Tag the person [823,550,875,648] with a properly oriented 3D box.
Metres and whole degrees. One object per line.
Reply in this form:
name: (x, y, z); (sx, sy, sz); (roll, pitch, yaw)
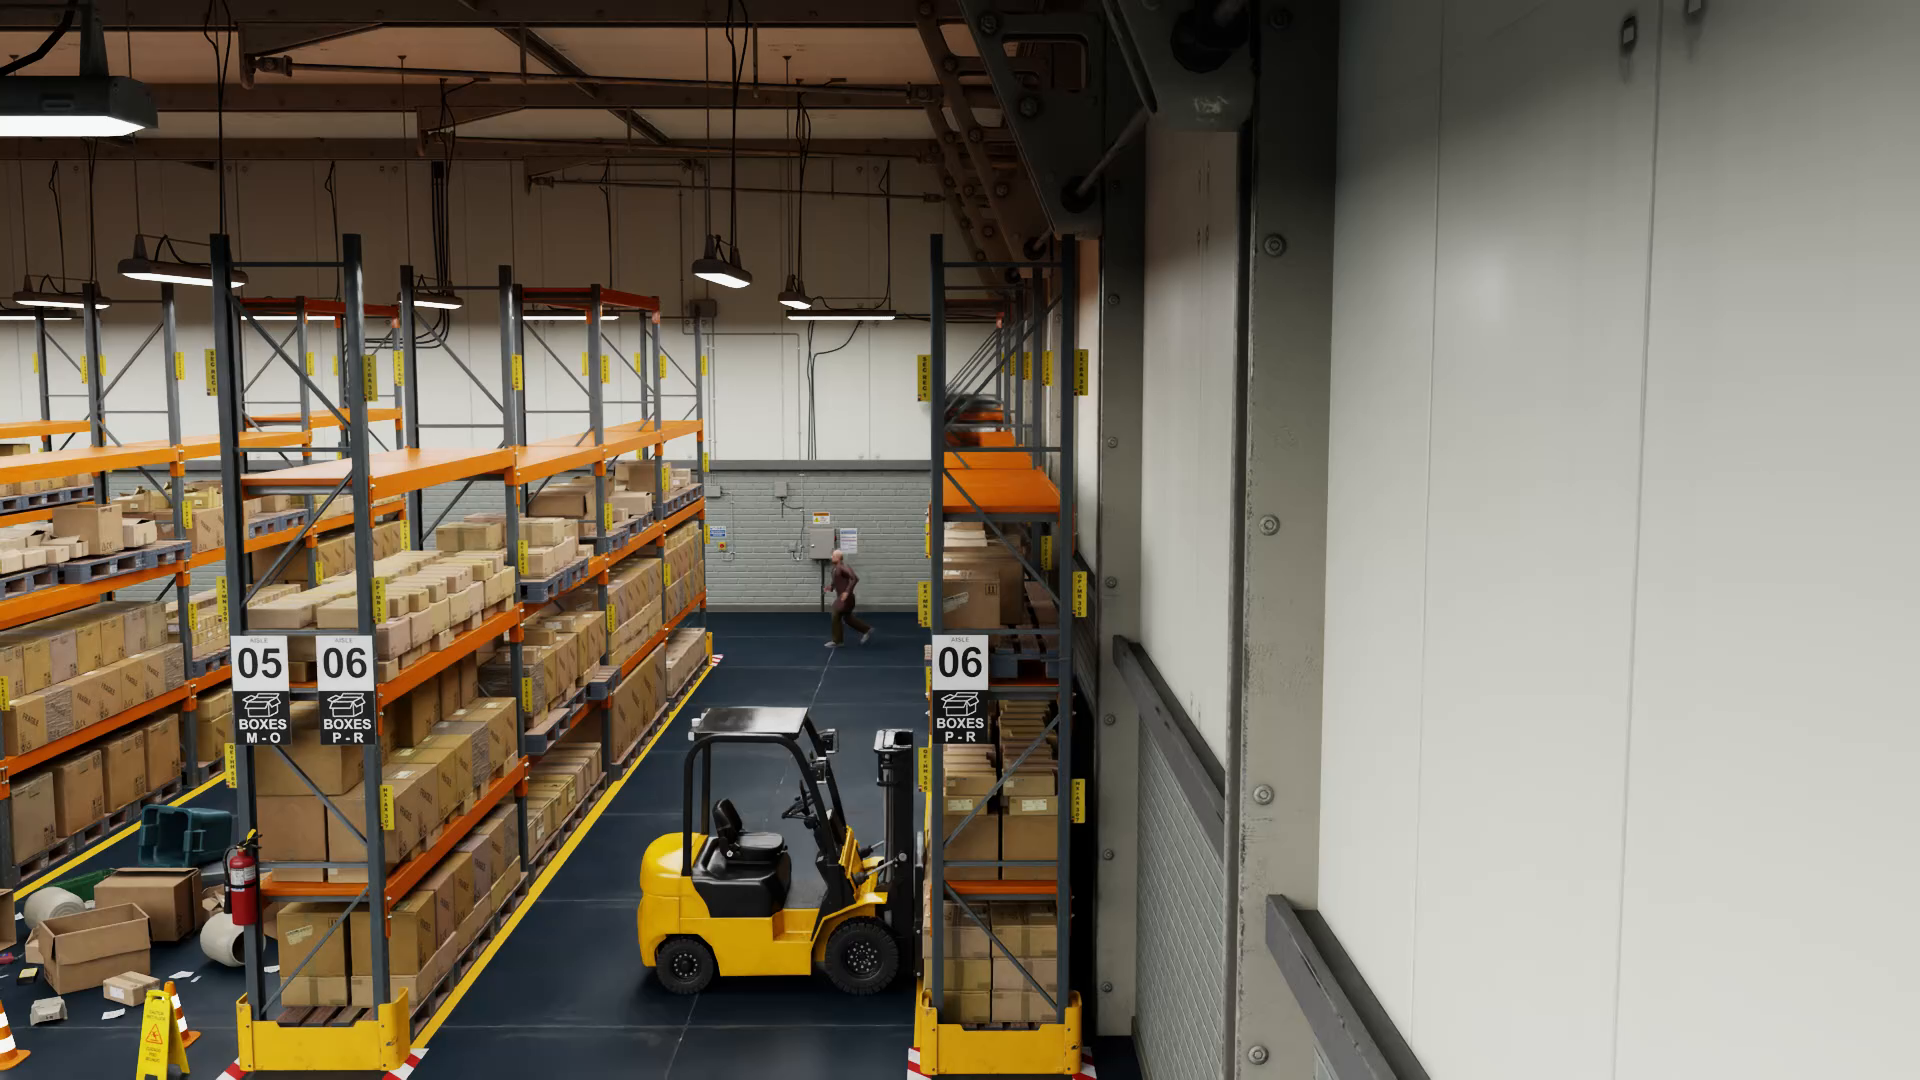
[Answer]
person: (-1.974, 1.036, 29.611); (0.947, 1.742, 0.696); (-2, 7, -15)
